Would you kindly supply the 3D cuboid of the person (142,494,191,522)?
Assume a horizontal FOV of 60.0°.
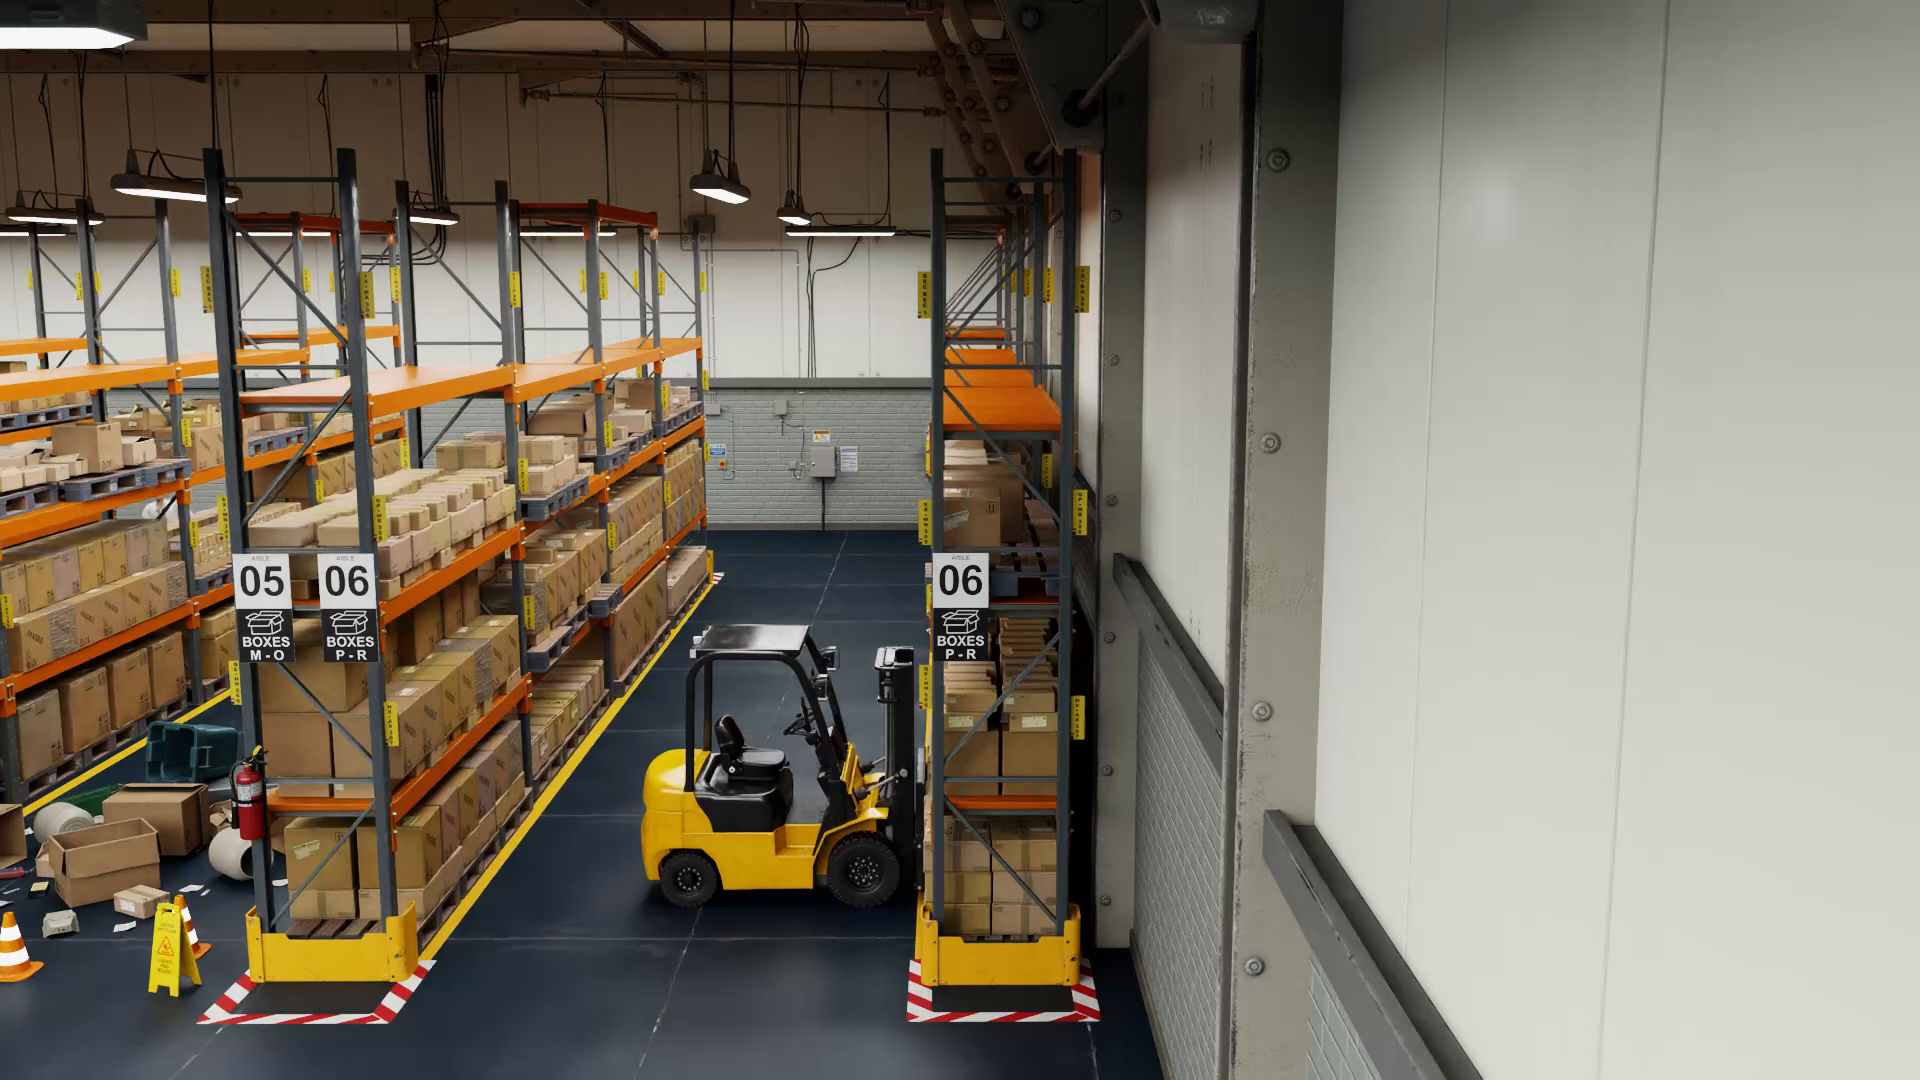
[{"bbox_3d":[-12.930,-0.022,27.074,0.723,1.723,0.664,-1,9,-6],"label":"person"}]
